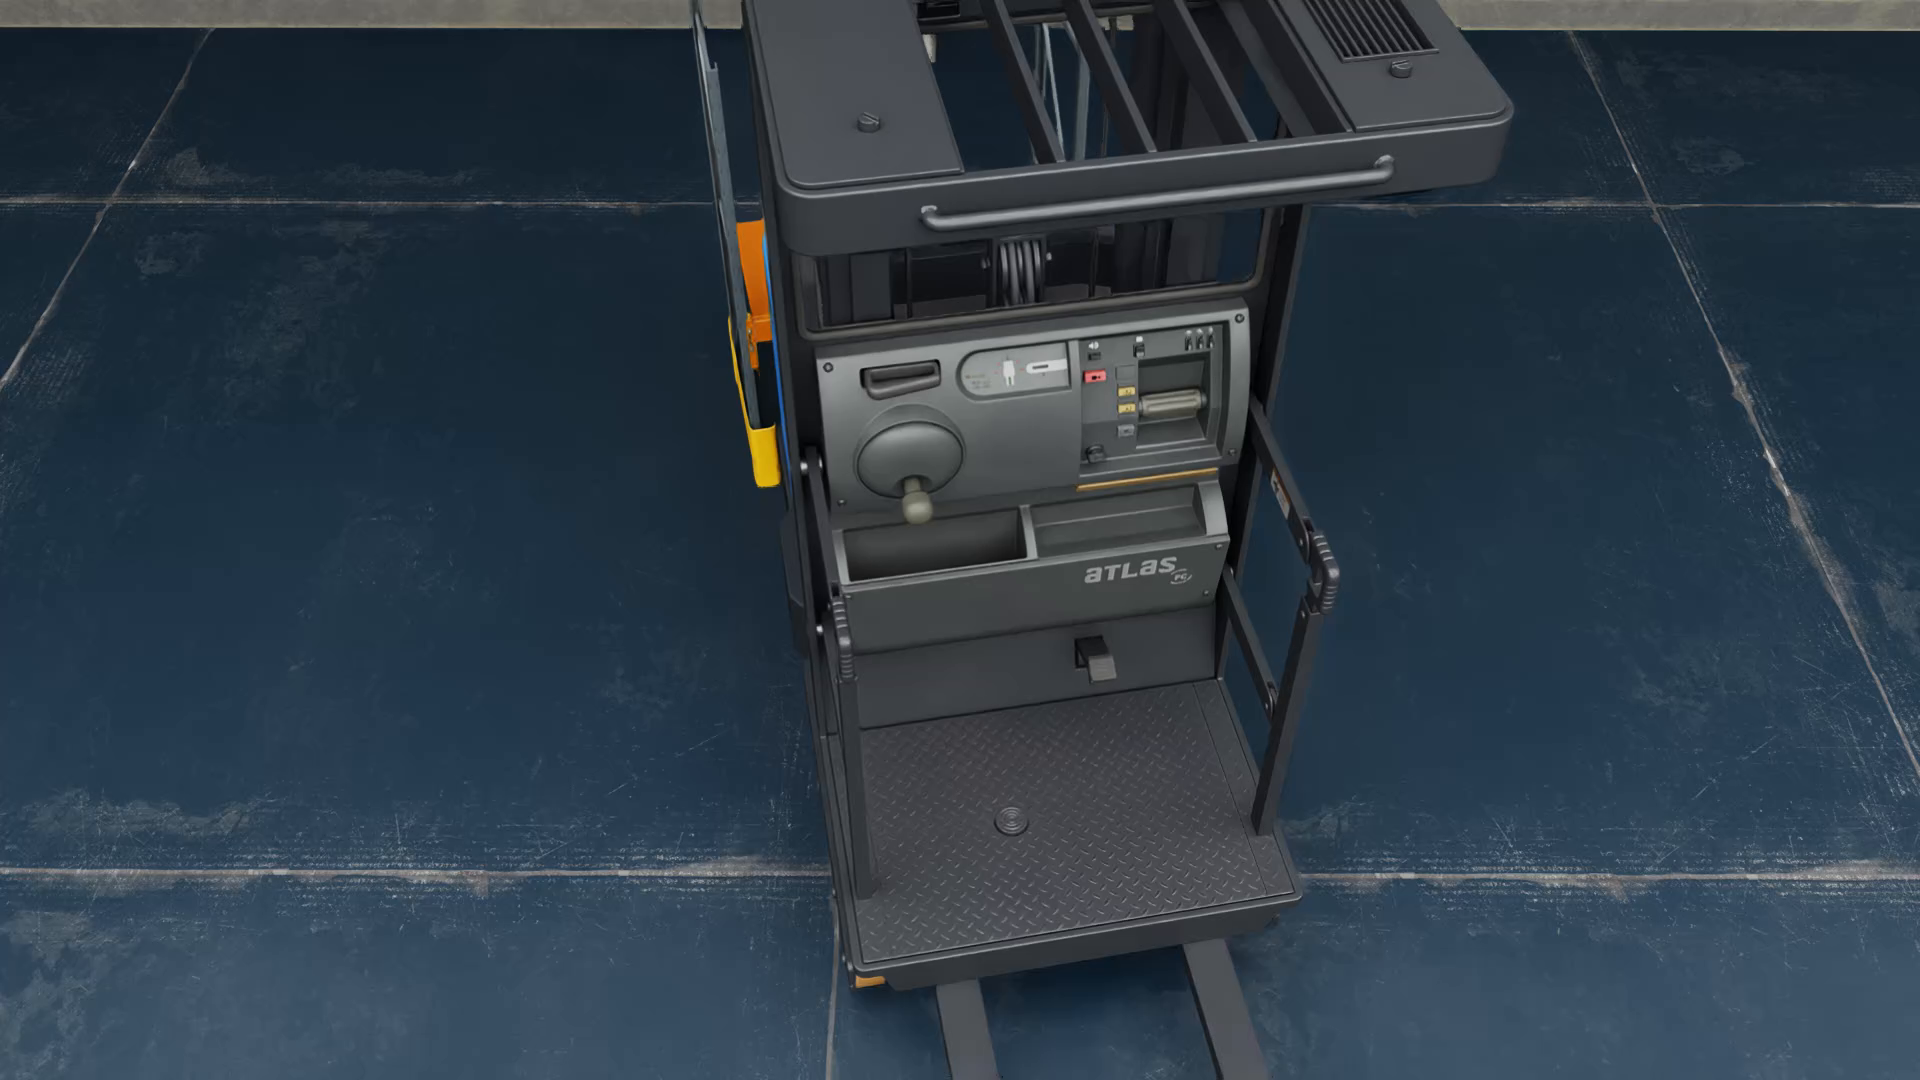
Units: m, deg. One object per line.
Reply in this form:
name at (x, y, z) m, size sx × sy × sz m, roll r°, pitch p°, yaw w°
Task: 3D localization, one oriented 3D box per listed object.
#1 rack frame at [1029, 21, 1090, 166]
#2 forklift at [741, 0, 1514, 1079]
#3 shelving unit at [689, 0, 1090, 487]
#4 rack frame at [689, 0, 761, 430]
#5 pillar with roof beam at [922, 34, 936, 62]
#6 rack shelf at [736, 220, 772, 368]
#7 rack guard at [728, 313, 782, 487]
rack frame at (0.291, -1.053, 5.206) m, size 0.032 × 1.500 × 0.500 m, roll -9°, pitch 48°, yaw -8°
forklift at (0.206, -0.173, 3.408) m, size 1.130 × 2.935 × 3.031 m, roll -8°, pitch 48°, yaw -7°
shelving unit at (-0.196, -0.974, 5.132) m, size 1.083 × 1.500 × 0.587 m, roll -9°, pitch 48°, yaw -8°
rack frame at (-0.702, -0.893, 5.056) m, size 0.032 × 1.500 × 0.500 m, roll -9°, pitch 48°, yaw -8°
pillar with roof beam at (-0.321, -2.089, 1.047) m, size 0.400 × 9.000 × 9.100 m, roll 0°, pitch 47°, yaw 0°
rack shelf at (-0.205, -0.850, 5.263) m, size 1.000 × 0.185 × 0.538 m, roll -9°, pitch 48°, yaw -8°
rack guard at (-0.683, -0.470, 5.516) m, size 0.087 × 0.250 × 0.587 m, roll -9°, pitch 48°, yaw -8°
